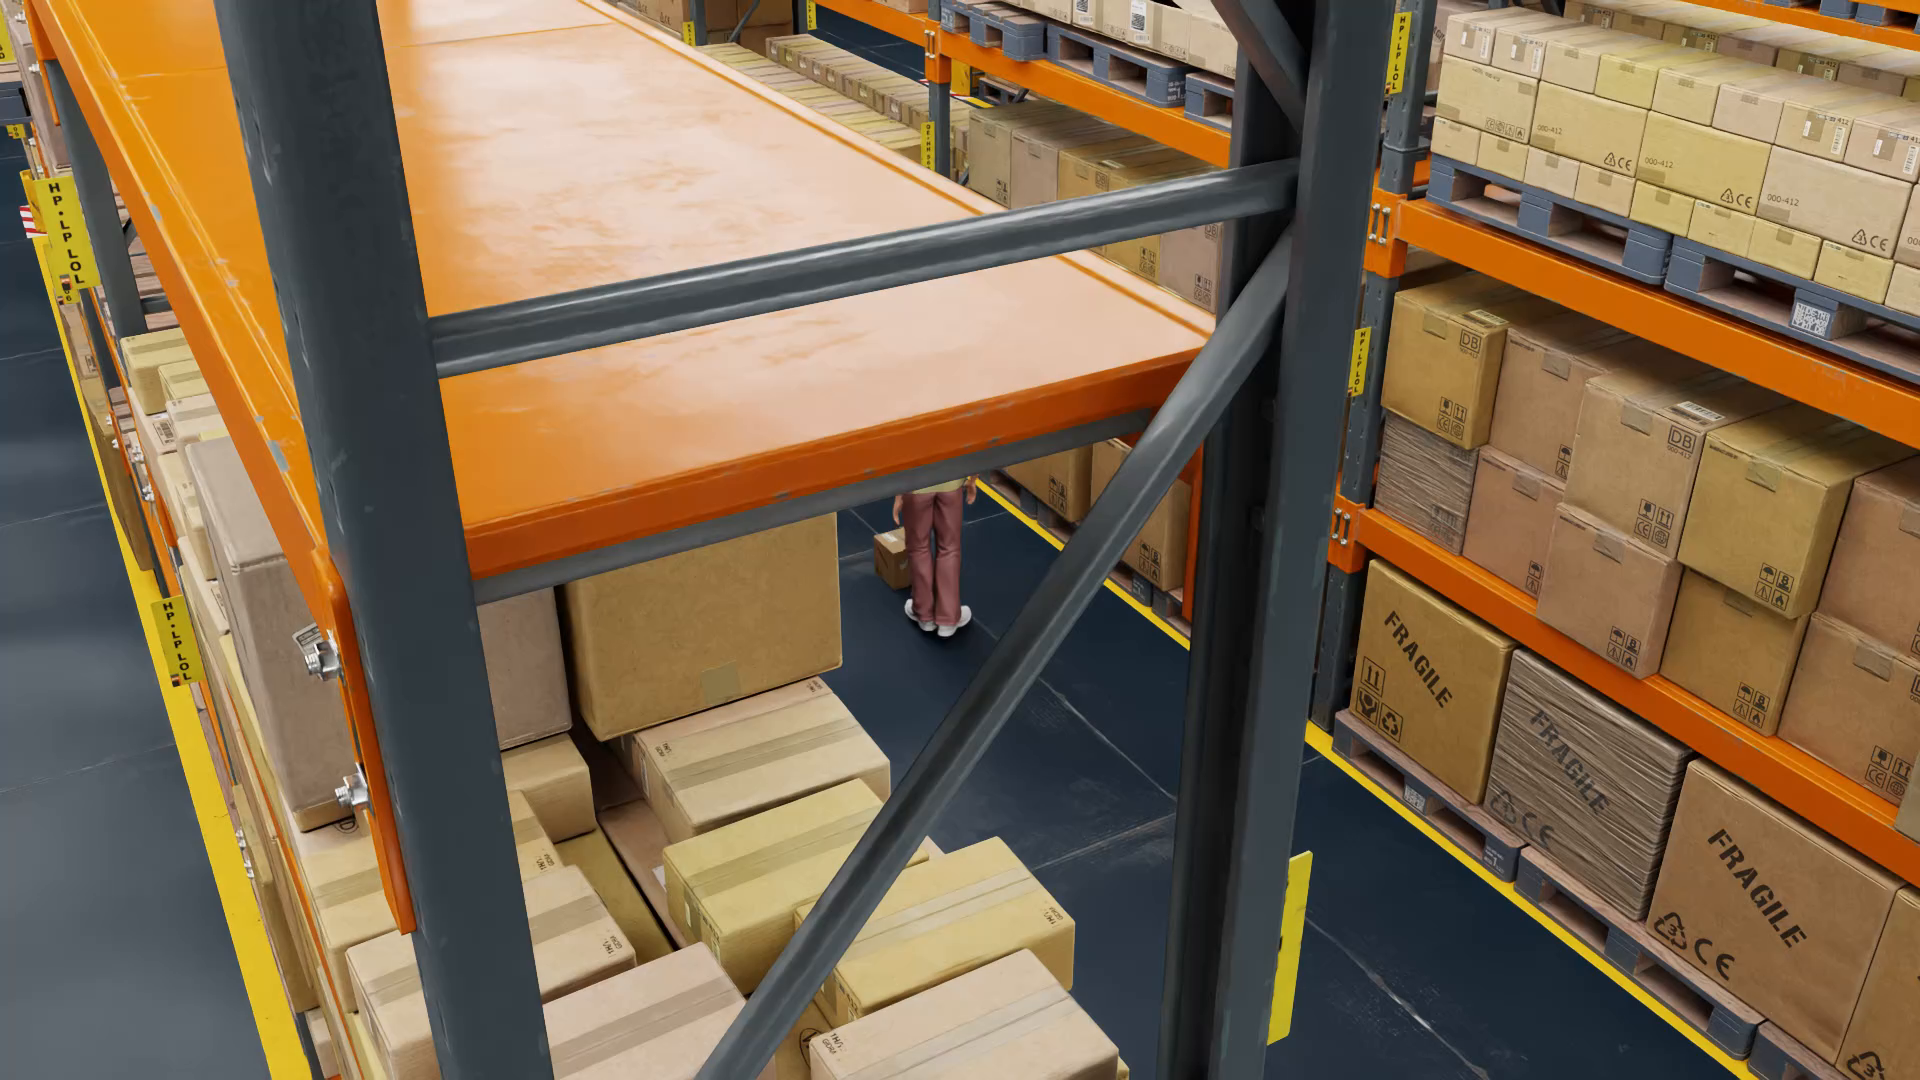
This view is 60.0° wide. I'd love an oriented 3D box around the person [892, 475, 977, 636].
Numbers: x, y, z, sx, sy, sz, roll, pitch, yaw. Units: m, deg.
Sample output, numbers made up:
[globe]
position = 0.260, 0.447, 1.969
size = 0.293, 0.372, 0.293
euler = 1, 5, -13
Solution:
[person]
position = -0.140, -0.263, 9.002
size = 0.489, 1.666, 0.406
euler = -7, 30, -13
